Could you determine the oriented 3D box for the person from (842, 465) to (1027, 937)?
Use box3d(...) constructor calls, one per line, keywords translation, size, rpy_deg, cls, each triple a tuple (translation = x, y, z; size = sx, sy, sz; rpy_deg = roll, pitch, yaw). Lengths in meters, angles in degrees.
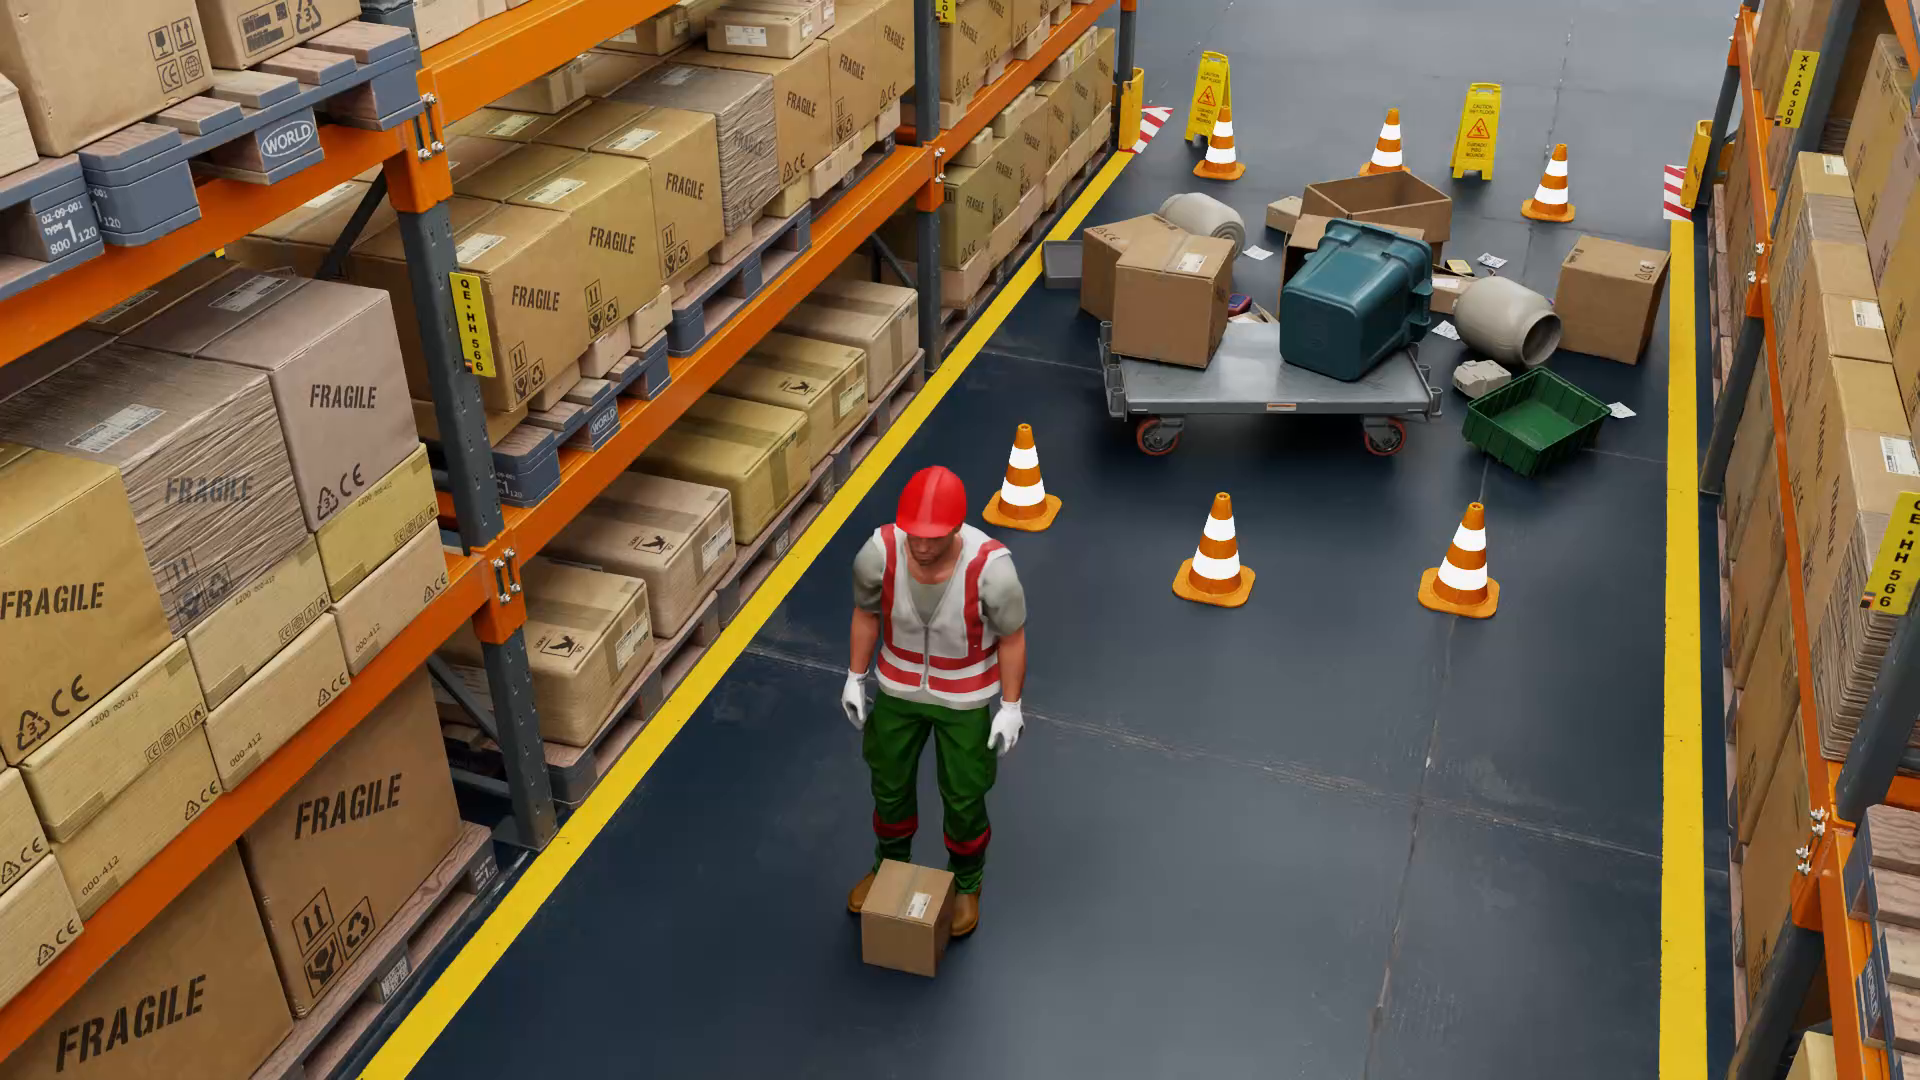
box3d(translation=(-0.089, 0.512, 5.338), size=(0.610, 1.777, 0.452), rpy_deg=(9, 34, 14), cls="person")
